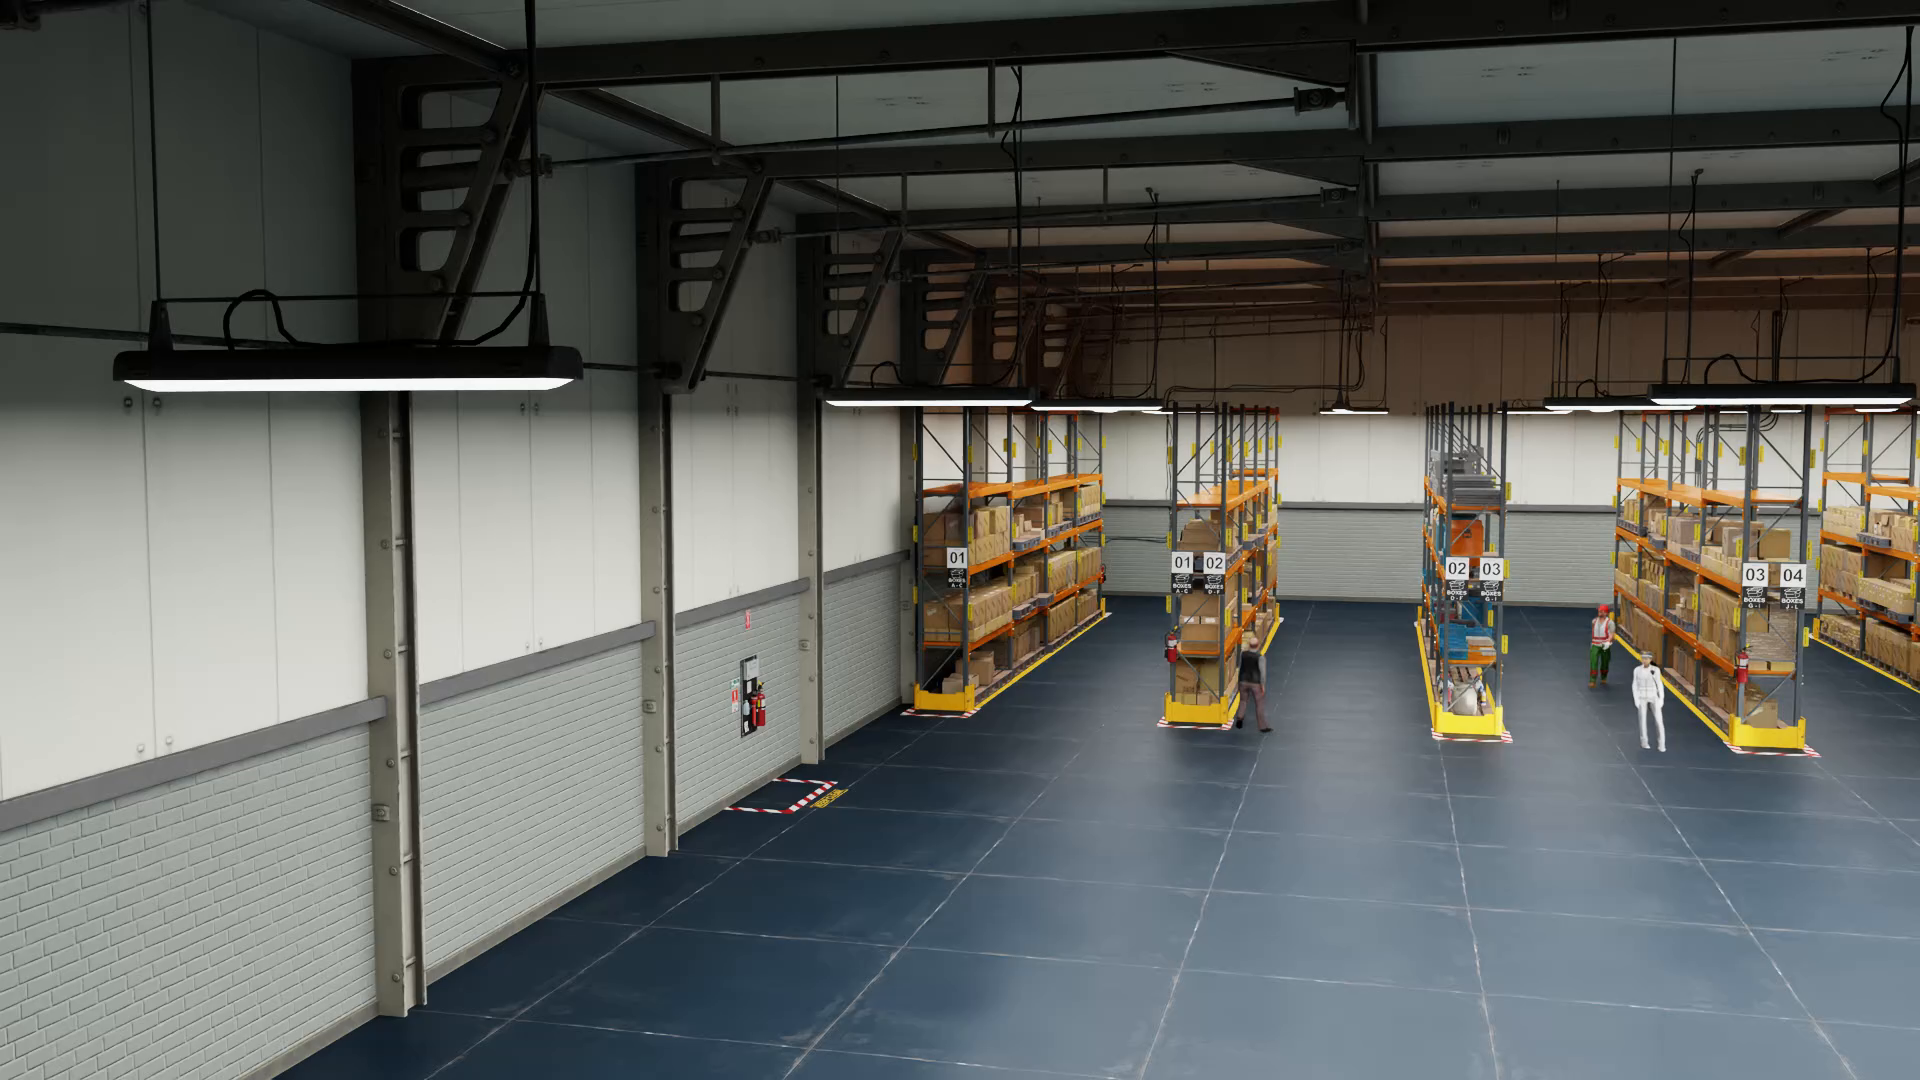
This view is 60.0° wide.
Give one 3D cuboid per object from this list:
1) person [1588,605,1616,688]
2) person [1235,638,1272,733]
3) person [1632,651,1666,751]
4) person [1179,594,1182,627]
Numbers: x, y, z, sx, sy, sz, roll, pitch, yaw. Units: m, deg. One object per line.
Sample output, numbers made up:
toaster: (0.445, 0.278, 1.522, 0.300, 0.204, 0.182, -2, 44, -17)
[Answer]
person: (13.553, 2.228, 35.086, 0.503, 1.726, 1.051, 2, 5, 26)
person: (5.306, 2.628, 30.174, 0.584, 1.720, 0.581, 3, 5, 36)
person: (11.919, 2.760, 28.738, 0.585, 1.696, 0.419, 2, 5, 29)
person: (6.130, 1.557, 45.185, 0.392, 1.705, 0.501, 3, 5, 35)
